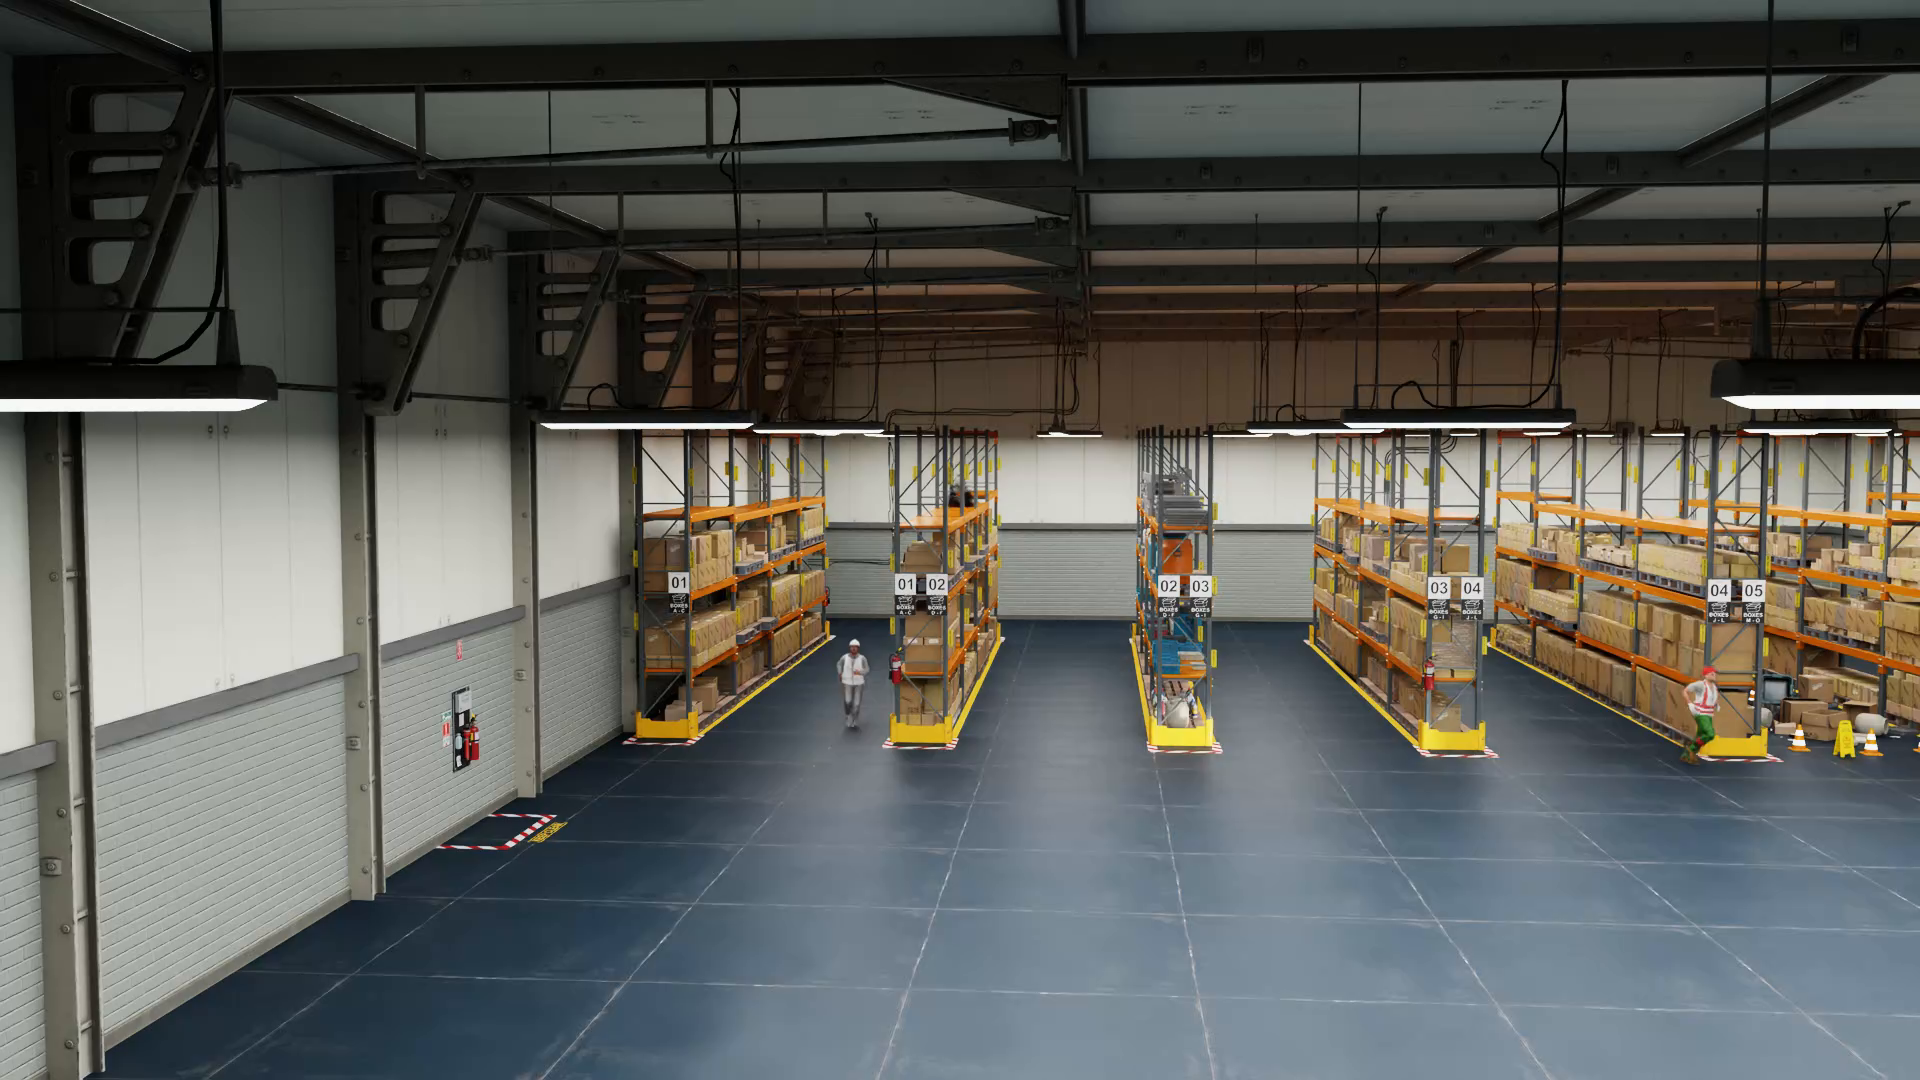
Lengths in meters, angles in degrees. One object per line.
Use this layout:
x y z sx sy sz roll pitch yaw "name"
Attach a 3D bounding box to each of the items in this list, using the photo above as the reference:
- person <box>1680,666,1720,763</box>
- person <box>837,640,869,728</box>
13.087 3.081 29.273 0.660 1.725 0.629 -2 4 -33 "person"
-2.122 2.854 32.986 0.644 1.749 0.642 0 3 -4 "person"
